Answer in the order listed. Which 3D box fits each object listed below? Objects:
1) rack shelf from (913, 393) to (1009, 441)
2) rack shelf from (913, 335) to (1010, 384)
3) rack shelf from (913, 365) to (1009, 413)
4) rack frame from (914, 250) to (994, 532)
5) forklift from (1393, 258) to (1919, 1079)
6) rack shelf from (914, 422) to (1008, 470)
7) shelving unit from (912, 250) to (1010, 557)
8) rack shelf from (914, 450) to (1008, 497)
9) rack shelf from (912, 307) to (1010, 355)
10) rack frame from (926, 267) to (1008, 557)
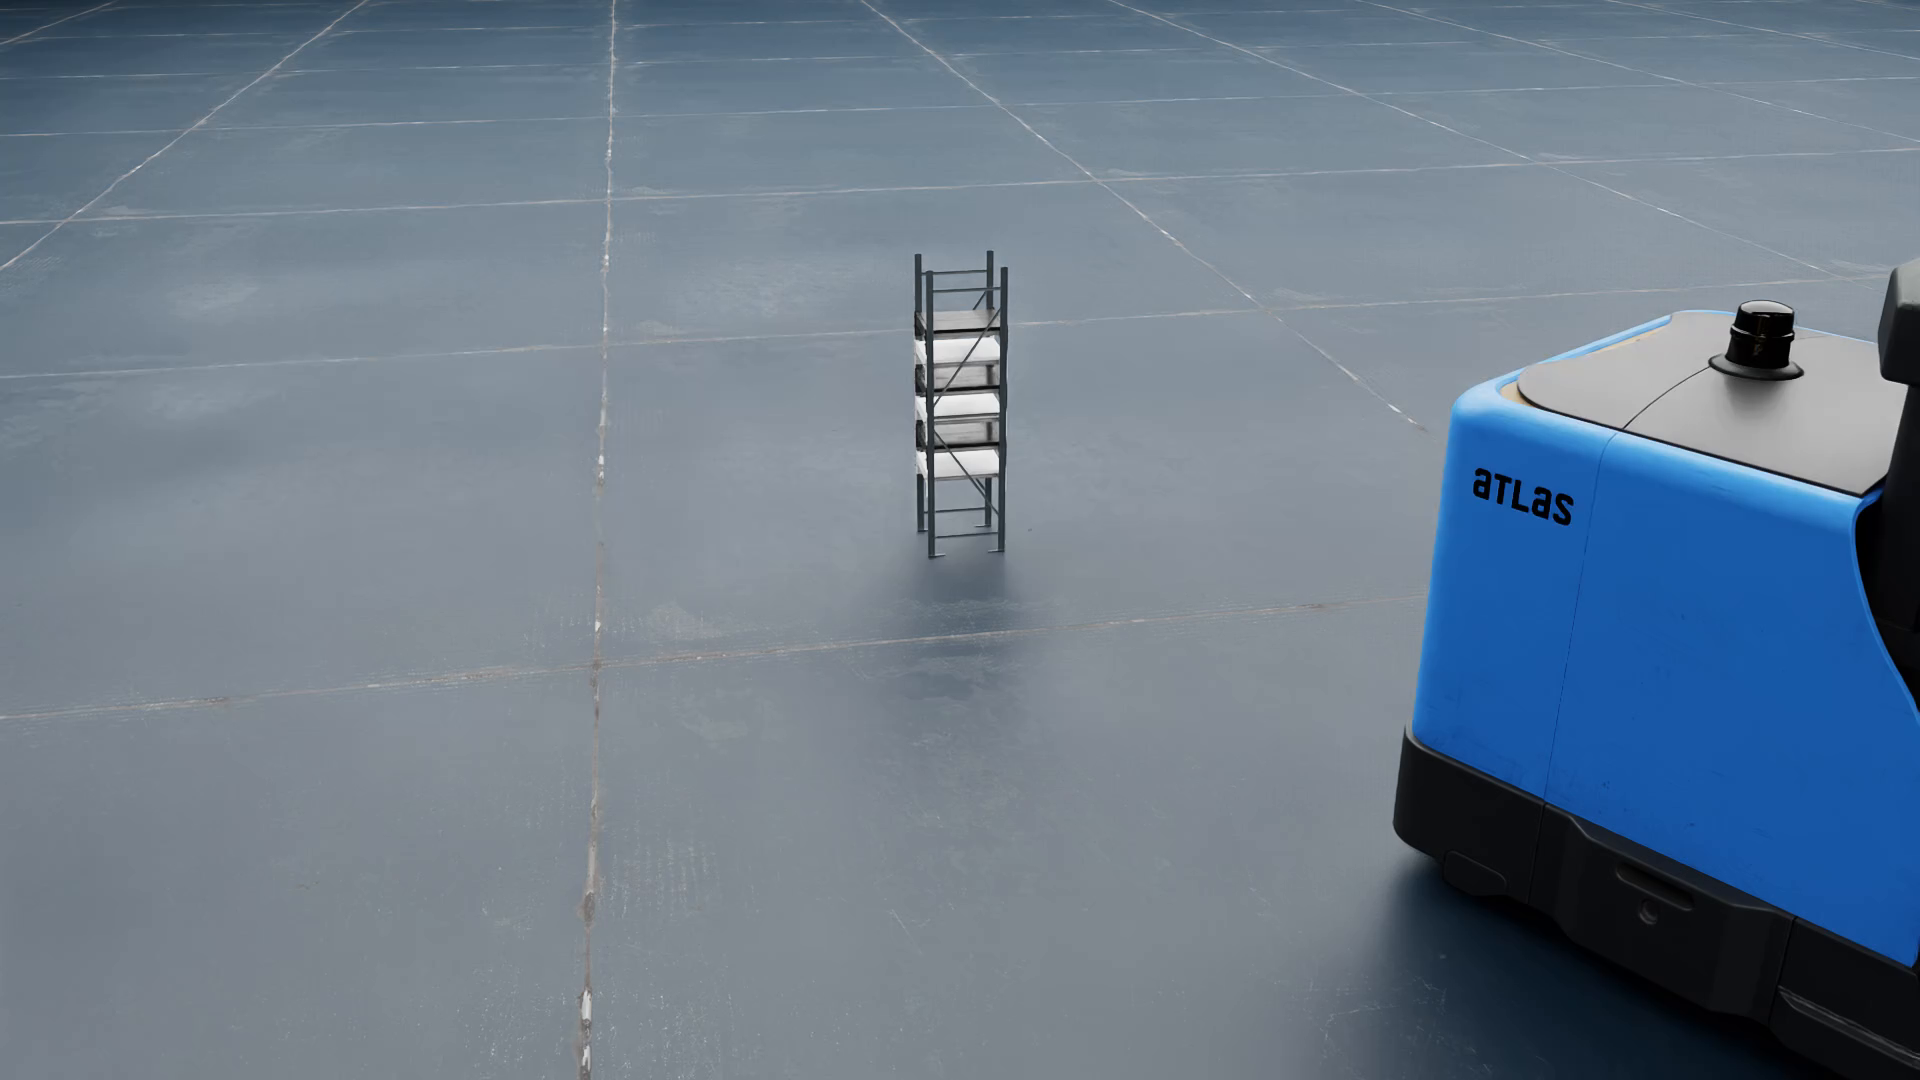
[{"bbox_3d":[0.001,-0.379,5.076,0.258,0.077,0.200,-4,24,-10],"label":"rack shelf"},{"bbox_3d":[0.001,-0.544,5.004,0.258,0.077,0.200,-4,24,-10],"label":"rack shelf"},{"bbox_3d":[0.001,-0.461,5.040,0.258,0.077,0.200,-4,24,-10],"label":"rack shelf"},{"bbox_3d":[-0.017,-0.449,5.154,0.240,0.900,0.006,-4,24,-10],"label":"rack frame"},{"bbox_3d":[2.293,-0.331,2.346,1.130,2.935,3.031,-19,30,-37],"label":"forklift"},{"bbox_3d":[0.001,-0.296,5.112,0.258,0.077,0.200,-4,24,-10],"label":"rack shelf"},{"bbox_3d":[0.001,-0.409,5.063,0.258,0.900,0.210,-4,24,-10],"label":"shelving unit"},{"bbox_3d":[0.001,-0.214,5.148,0.258,0.077,0.200,-4,24,-10],"label":"rack shelf"},{"bbox_3d":[0.001,-0.626,4.968,0.258,0.077,0.200,-4,24,-10],"label":"rack shelf"},{"bbox_3d":[0.020,-0.369,4.971,0.240,0.900,0.006,-4,24,-10],"label":"rack frame"}]
